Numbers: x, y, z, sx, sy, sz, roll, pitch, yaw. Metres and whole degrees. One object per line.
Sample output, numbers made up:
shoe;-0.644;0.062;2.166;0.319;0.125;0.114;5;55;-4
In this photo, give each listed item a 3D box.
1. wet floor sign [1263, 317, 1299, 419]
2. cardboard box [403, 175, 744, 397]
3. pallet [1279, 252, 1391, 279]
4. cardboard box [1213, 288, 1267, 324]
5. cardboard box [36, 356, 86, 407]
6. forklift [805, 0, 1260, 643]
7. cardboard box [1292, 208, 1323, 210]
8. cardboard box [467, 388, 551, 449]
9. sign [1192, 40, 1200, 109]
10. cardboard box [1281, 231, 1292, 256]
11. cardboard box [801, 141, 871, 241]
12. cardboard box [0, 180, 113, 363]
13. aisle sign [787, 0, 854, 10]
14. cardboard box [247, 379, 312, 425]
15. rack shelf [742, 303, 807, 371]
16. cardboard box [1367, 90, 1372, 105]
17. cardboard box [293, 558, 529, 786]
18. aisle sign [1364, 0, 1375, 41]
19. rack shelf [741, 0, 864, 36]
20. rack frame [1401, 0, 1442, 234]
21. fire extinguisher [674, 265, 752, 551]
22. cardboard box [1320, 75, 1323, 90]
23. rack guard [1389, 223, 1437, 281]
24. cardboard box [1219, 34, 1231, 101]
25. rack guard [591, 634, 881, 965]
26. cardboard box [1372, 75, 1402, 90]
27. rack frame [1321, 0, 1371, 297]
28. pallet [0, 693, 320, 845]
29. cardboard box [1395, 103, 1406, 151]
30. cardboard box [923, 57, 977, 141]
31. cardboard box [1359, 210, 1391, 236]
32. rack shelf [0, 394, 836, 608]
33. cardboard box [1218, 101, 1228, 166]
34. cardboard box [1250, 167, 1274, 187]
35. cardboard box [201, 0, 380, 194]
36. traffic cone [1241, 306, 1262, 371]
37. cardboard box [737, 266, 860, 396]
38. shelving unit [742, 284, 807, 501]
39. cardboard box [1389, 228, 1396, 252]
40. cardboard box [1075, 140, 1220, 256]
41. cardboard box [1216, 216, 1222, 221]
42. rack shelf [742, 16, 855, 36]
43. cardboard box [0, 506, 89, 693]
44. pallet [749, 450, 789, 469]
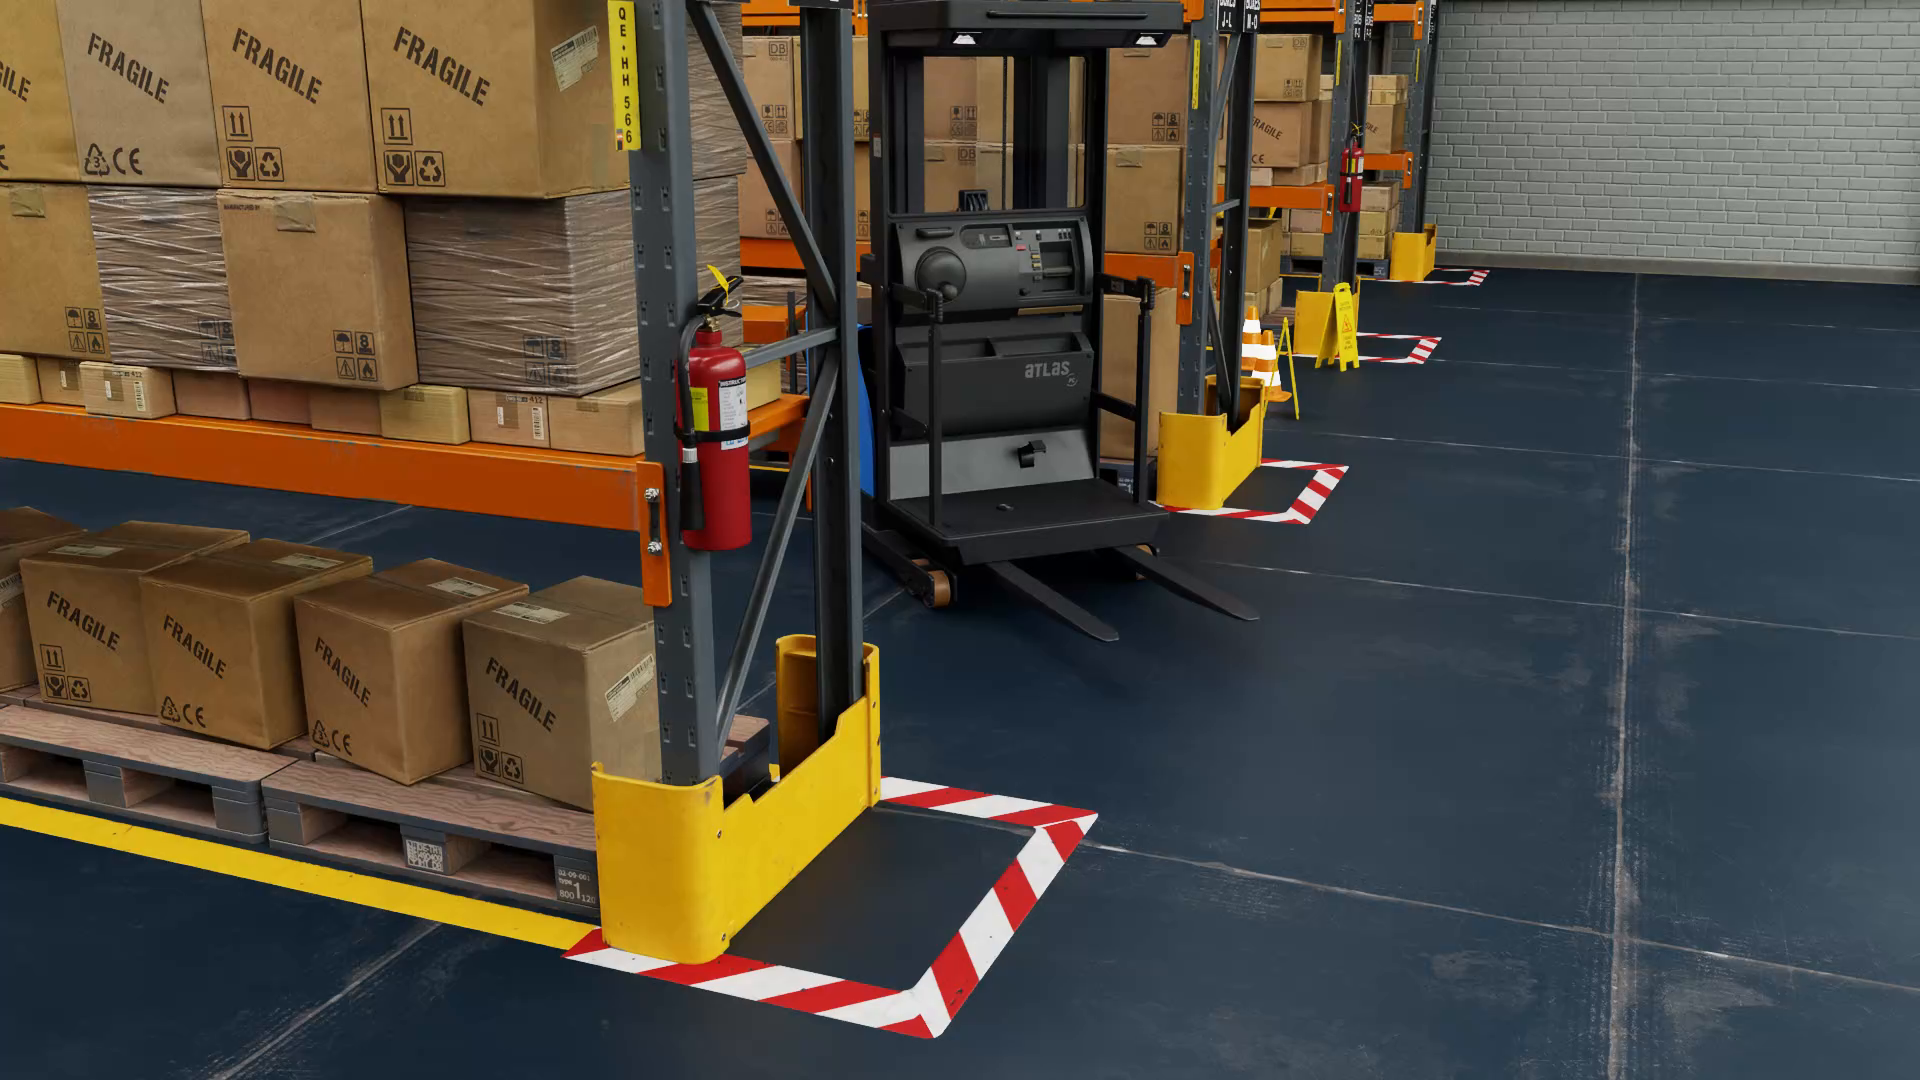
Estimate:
wet floor sign;2.129;-1.142;10.949;0.232;0.644;0.267;3;17;11
cardboard box;-1.040;-0.740;4.630;0.500;0.500;0.875;6;17;21
pallet;4.189;-3.072;18.376;1.213;0.211;1.003;6;17;21
cardboard box;2.225;-1.953;13.698;0.500;0.250;0.500;6;17;20
cardboard box;-2.520;-0.511;5.003;0.250;0.149;0.380;6;17;21
forklift;0.245;-1.247;7.213;1.130;2.935;3.031;-7;18;-22
cardboard box;3.896;-3.722;17.999;0.500;0.250;0.500;7;17;22
cardboard box;-1.111;-0.366;4.506;0.250;0.149;0.380;6;17;21
sign;1.164;-2.292;8.188;0.005;0.325;0.100;6;17;21
cardboard box;3.442;-3.298;18.332;0.500;0.250;0.500;6;17;21
cardboard box;-0.489;-2.044;9.565;0.500;0.550;0.875;6;17;21
cardboard box;-2.459;-0.877;5.100;0.500;0.500;0.875;6;17;21
aisle sign;-0.370;-1.806;4.350;0.004;0.787;0.394;6;17;21
cardboard box;-1.807;-0.445;4.775;0.250;0.149;0.380;6;17;21
rack shelf;-1.343;-1.100;8.896;1.000;0.278;0.538;2;16;7
cardboard box;4.242;-4.684;17.587;0.250;0.149;0.380;7;17;22
cardboard box;-1.682;0.393;5.172;0.500;0.500;0.500;12;20;35
aisle sign;3.269;-4.378;13.213;0.004;0.787;0.394;6;17;21
rack shelf;-2.483;-4.765;15.116;4.000;0.370;1.077;6;17;21
rack frame;4.916;-4.344;17.756;0.127;3.000;1.000;6;17;21
fire extinguisher;-0.601;-0.317;4.025;0.183;0.674;0.296;6;17;21
cardboard box;3.807;-4.910;17.829;0.250;0.149;0.380;6;17;21
rack guard;4.938;-3.141;18.096;0.348;0.500;1.175;6;17;21
cardboard box;2.075;-3.776;13.295;0.500;0.500;0.700;6;17;21
rack guard;-0.609;0.707;4.842;0.348;0.500;1.175;6;17;21
cardboard box;4.505;-4.828;17.548;0.250;0.149;0.380;6;17;21
rack frame;3.098;-3.056;13.320;0.127;3.000;1.000;6;17;21
pallet;-2.483;0.628;5.631;1.213;0.211;1.003;6;17;21
cardboard box;4.557;-4.514;18.164;0.500;0.500;0.500;7;18;22
cardboard box;0.028;-2.525;9.286;0.550;0.550;0.875;6;17;21
cardboard box;4.348;-3.434;17.903;0.500;0.250;0.500;6;17;20
rack shelf;-2.399;-0.345;5.272;4.000;0.370;1.077;6;17;21
cardboard box;2.028;-3.283;13.390;0.500;0.500;0.500;6;17;21
cardboard box;2.395;-2.915;13.286;0.250;0.149;0.380;6;17;20
cardboard box;-1.608;-1.199;4.416;0.500;0.500;0.500;6;17;21
traffic cone;2.225;-1.547;12.673;0.334;0.463;0.336;6;17;21
cardboard box;-0.946;-1.179;9.911;0.875;0.875;0.875;6;17;21
shelving unit;-1.343;-0.819;8.977;1.048;1.125;0.538;2;16;7
cardboard box;4.531;-3.326;18.428;0.500;0.250;0.500;6;17;21
cardboard box;1.014;-1.860;8.931;0.550;0.550;0.875;6;17;21
cardboard box;1.939;-2.506;14.260;0.500;0.500;0.500;6;17;19
rack shelf;-0.666;-6.052;19.552;4.000;0.370;1.077;6;17;21
cardboard box;-3.366;0.212;5.794;0.500;0.500;0.500;13;21;38
pallet;-0.528;-0.609;9.894;1.213;0.211;1.003;6;17;21
